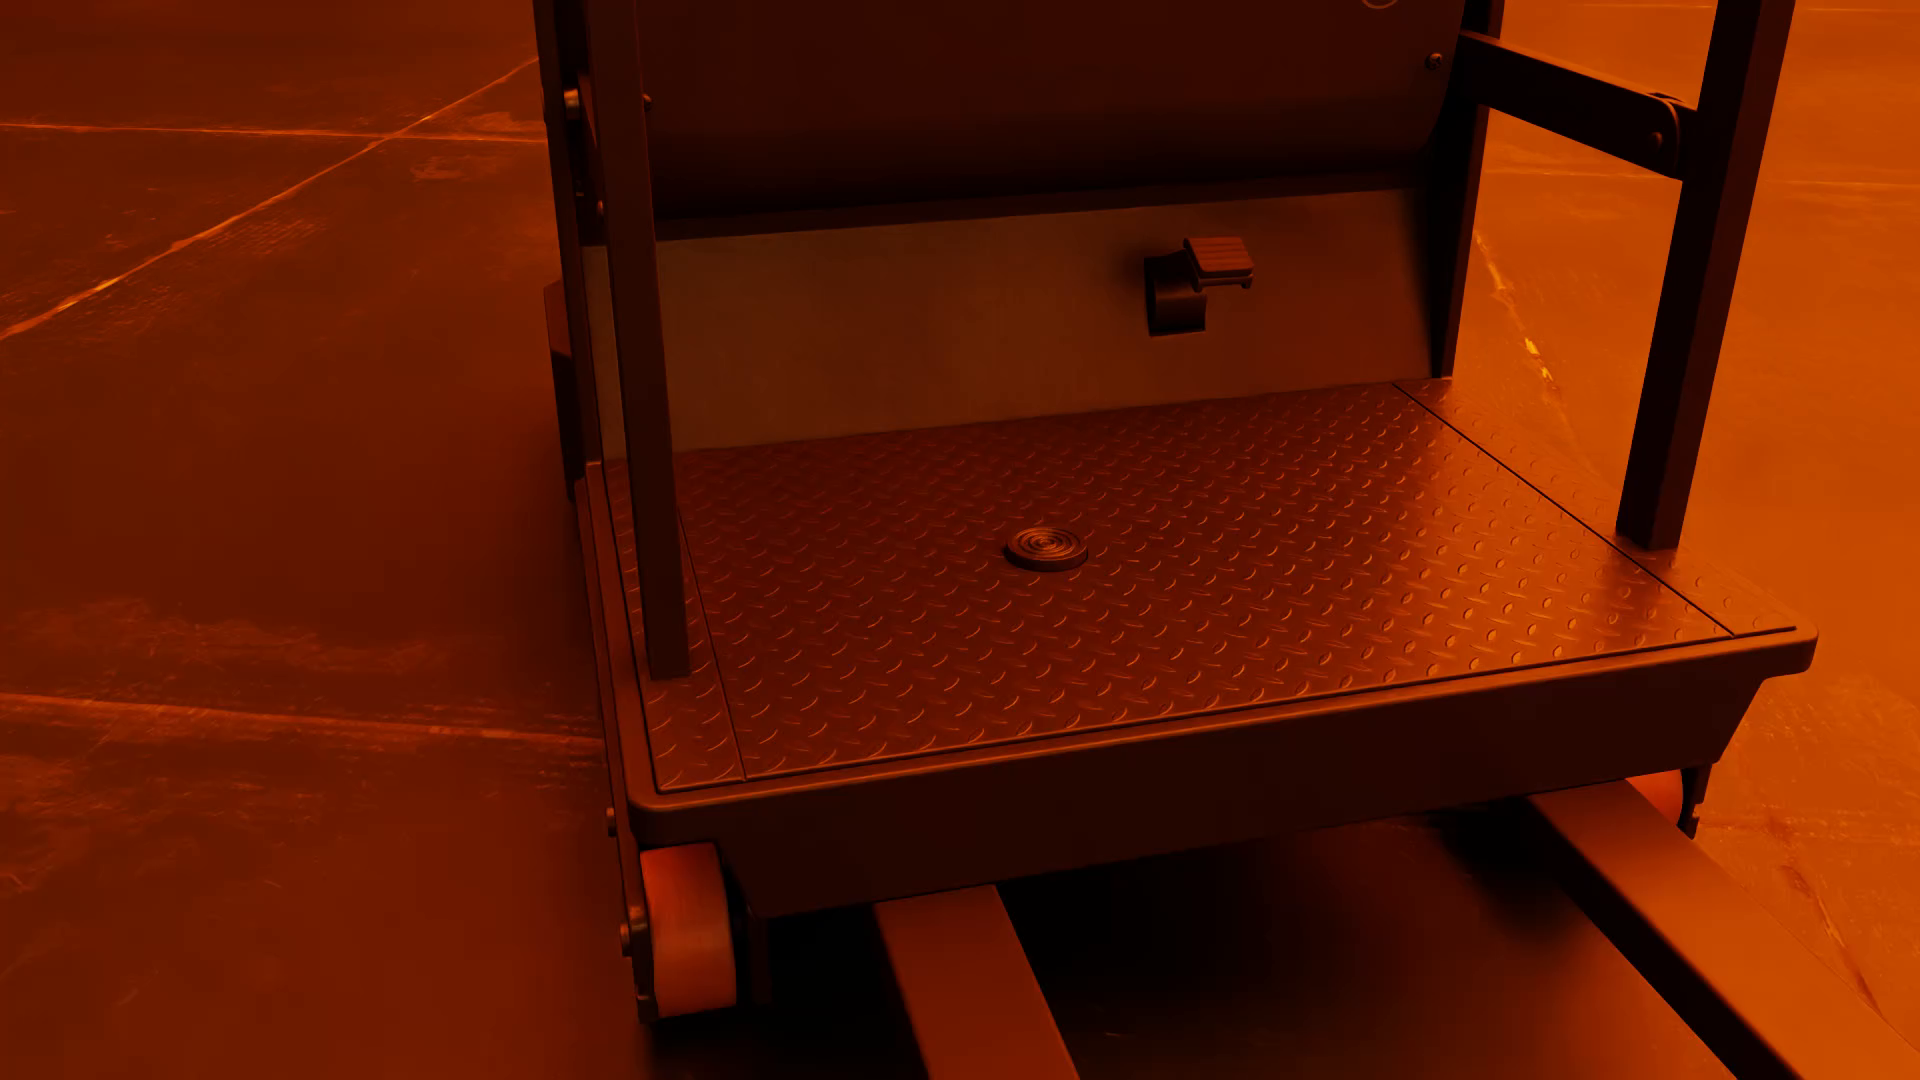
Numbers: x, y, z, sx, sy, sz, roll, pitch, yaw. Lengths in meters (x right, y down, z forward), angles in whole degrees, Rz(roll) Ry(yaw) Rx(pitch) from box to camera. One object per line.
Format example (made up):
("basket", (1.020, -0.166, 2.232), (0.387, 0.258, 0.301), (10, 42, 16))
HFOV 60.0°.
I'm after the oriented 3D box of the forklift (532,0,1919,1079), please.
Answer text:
("forklift", (0.153, -1.049, 1.319), (1.130, 2.935, 3.031), (-7, 27, -13))
